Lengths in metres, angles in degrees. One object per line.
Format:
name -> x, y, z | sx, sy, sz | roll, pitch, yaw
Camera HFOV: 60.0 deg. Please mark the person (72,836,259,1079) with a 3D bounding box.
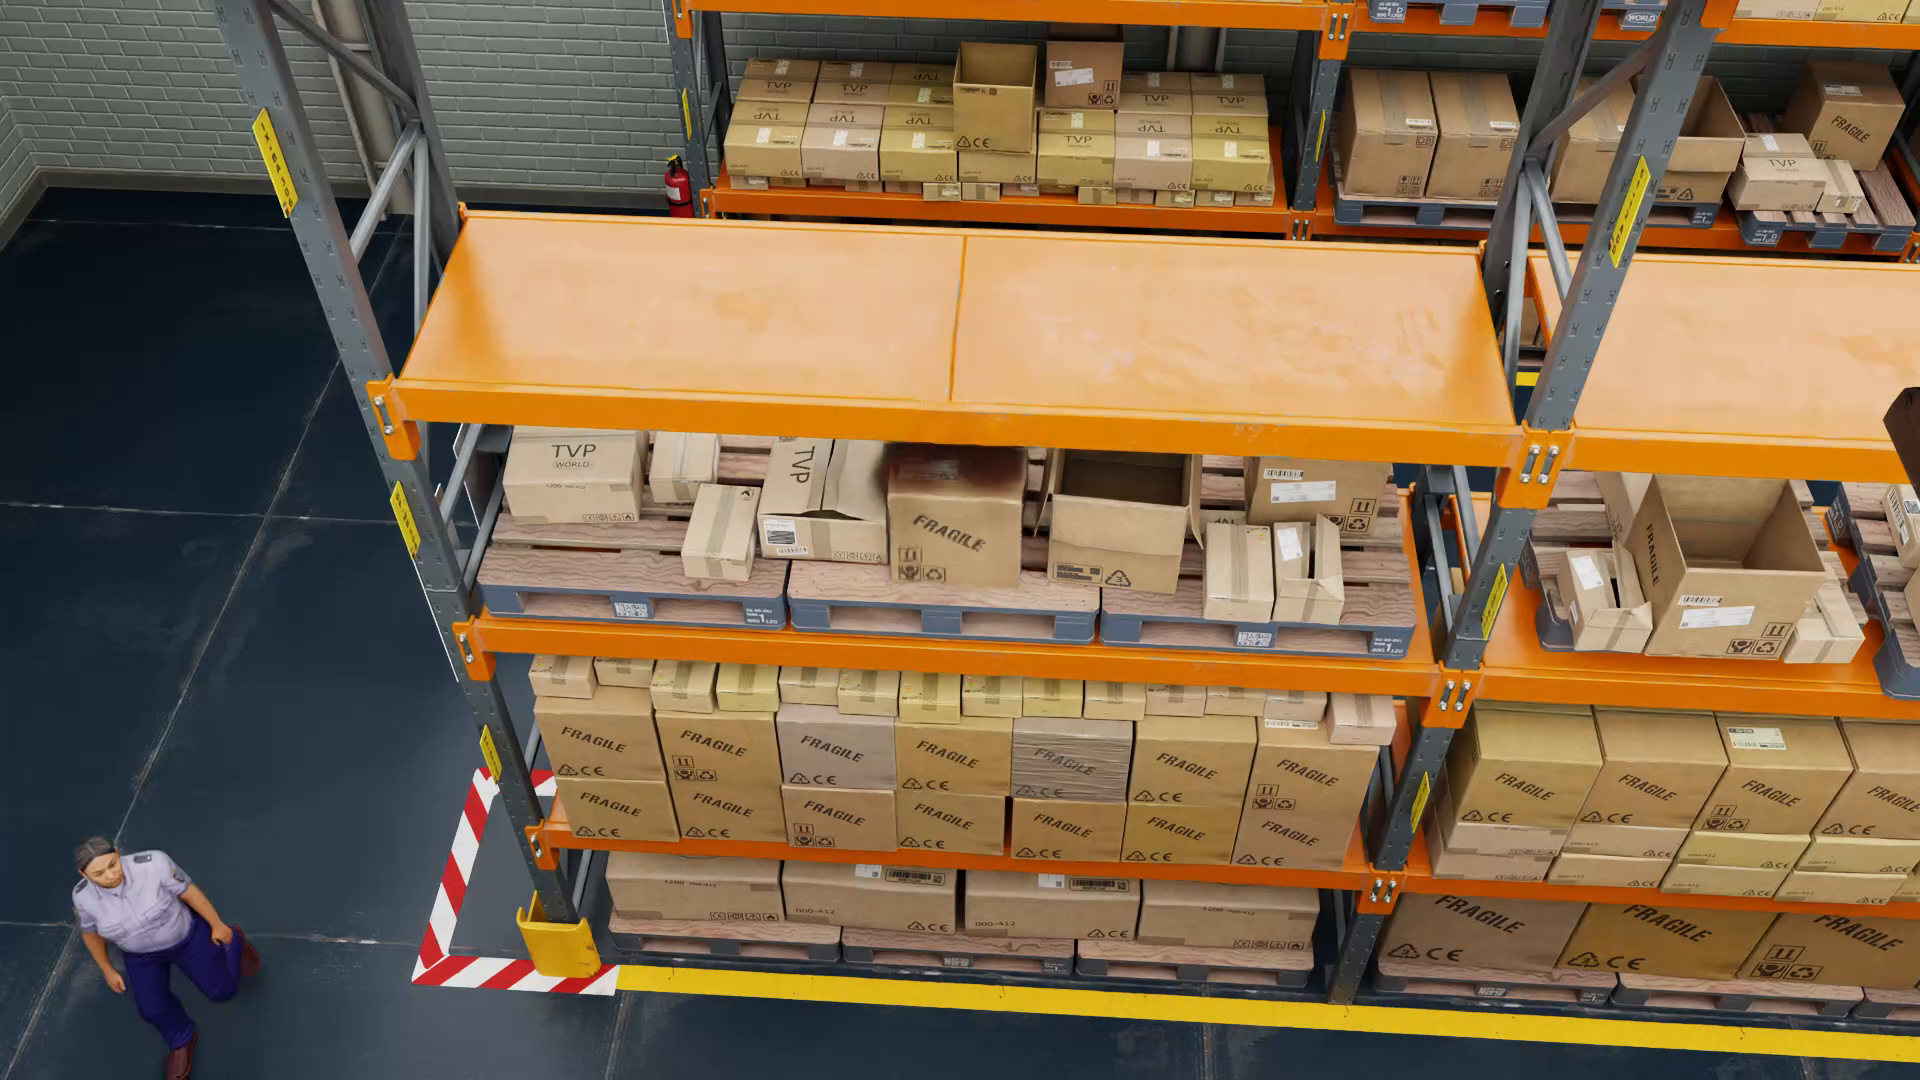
person -> -3.788, 1.897, 7.927 | 0.576, 1.612, 0.717 | -5, 48, -4
